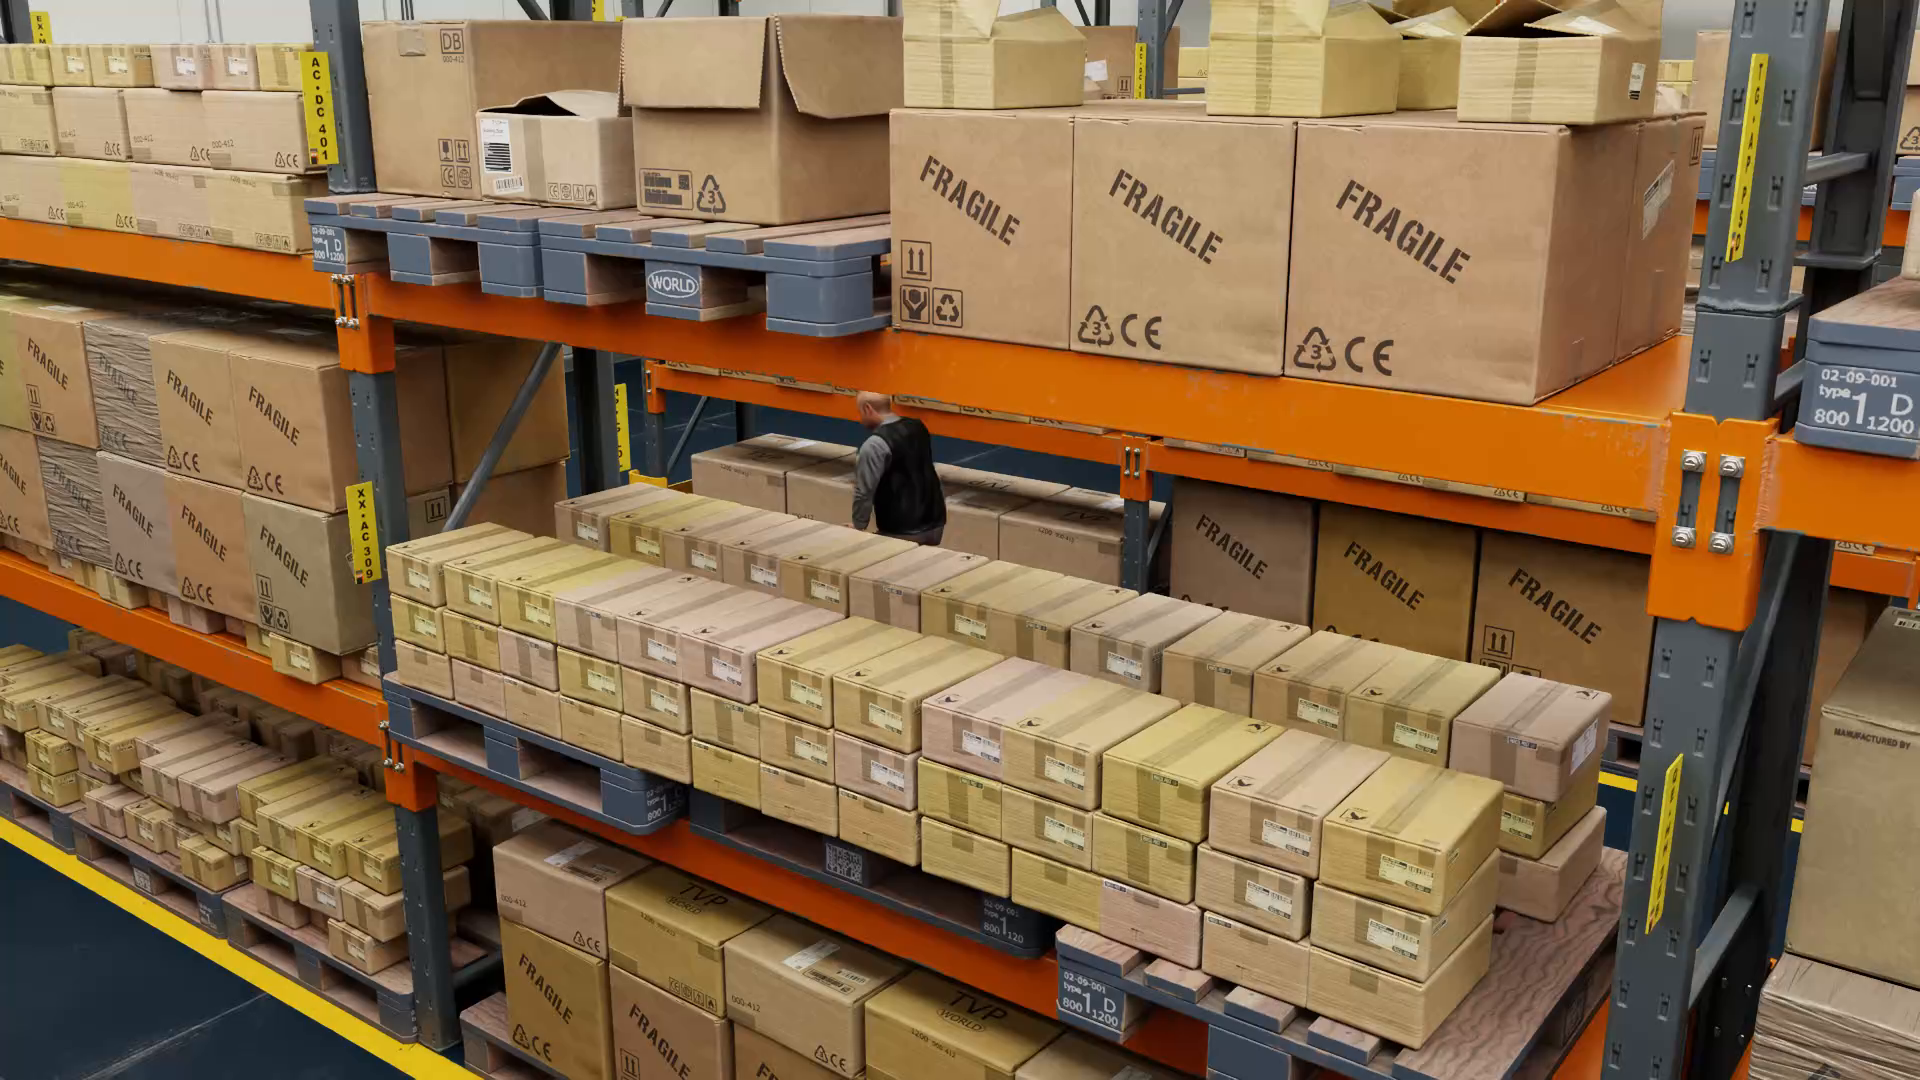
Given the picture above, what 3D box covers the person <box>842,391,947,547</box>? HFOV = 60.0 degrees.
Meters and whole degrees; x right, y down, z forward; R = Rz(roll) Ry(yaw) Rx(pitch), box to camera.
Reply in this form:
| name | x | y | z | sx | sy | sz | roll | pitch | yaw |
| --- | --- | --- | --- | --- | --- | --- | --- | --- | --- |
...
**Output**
| name | x | y | z | sx | sy | sz | roll | pitch | yaw |
| --- | --- | --- | --- | --- | --- | --- | --- | --- | --- |
| person | -0.367 | -0.067 | 9.512 | 0.509 | 1.617 | 0.574 | 13 | 21 | 37 |
